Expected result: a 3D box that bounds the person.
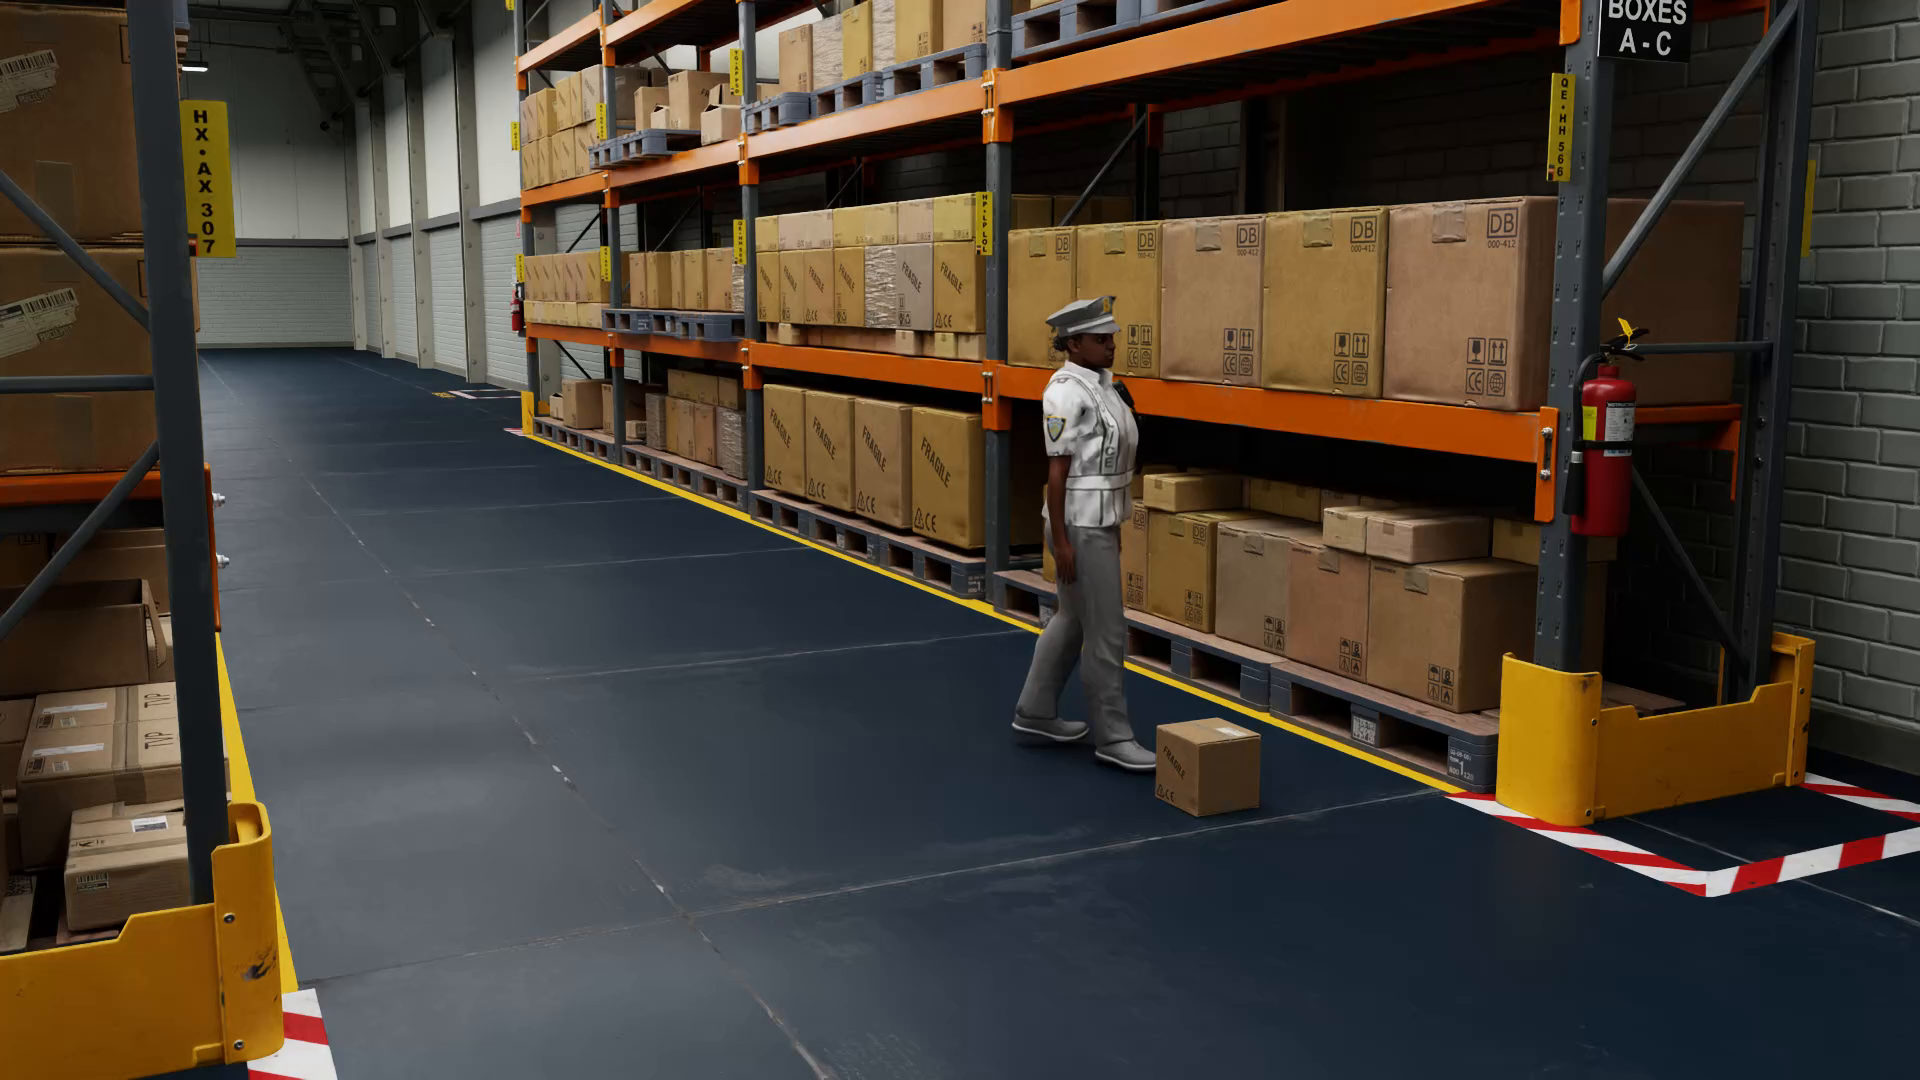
[{"bbox_3d":[0.478,-0.040,6.004,0.636,1.673,0.445,3,9,20],"label":"person"}]
